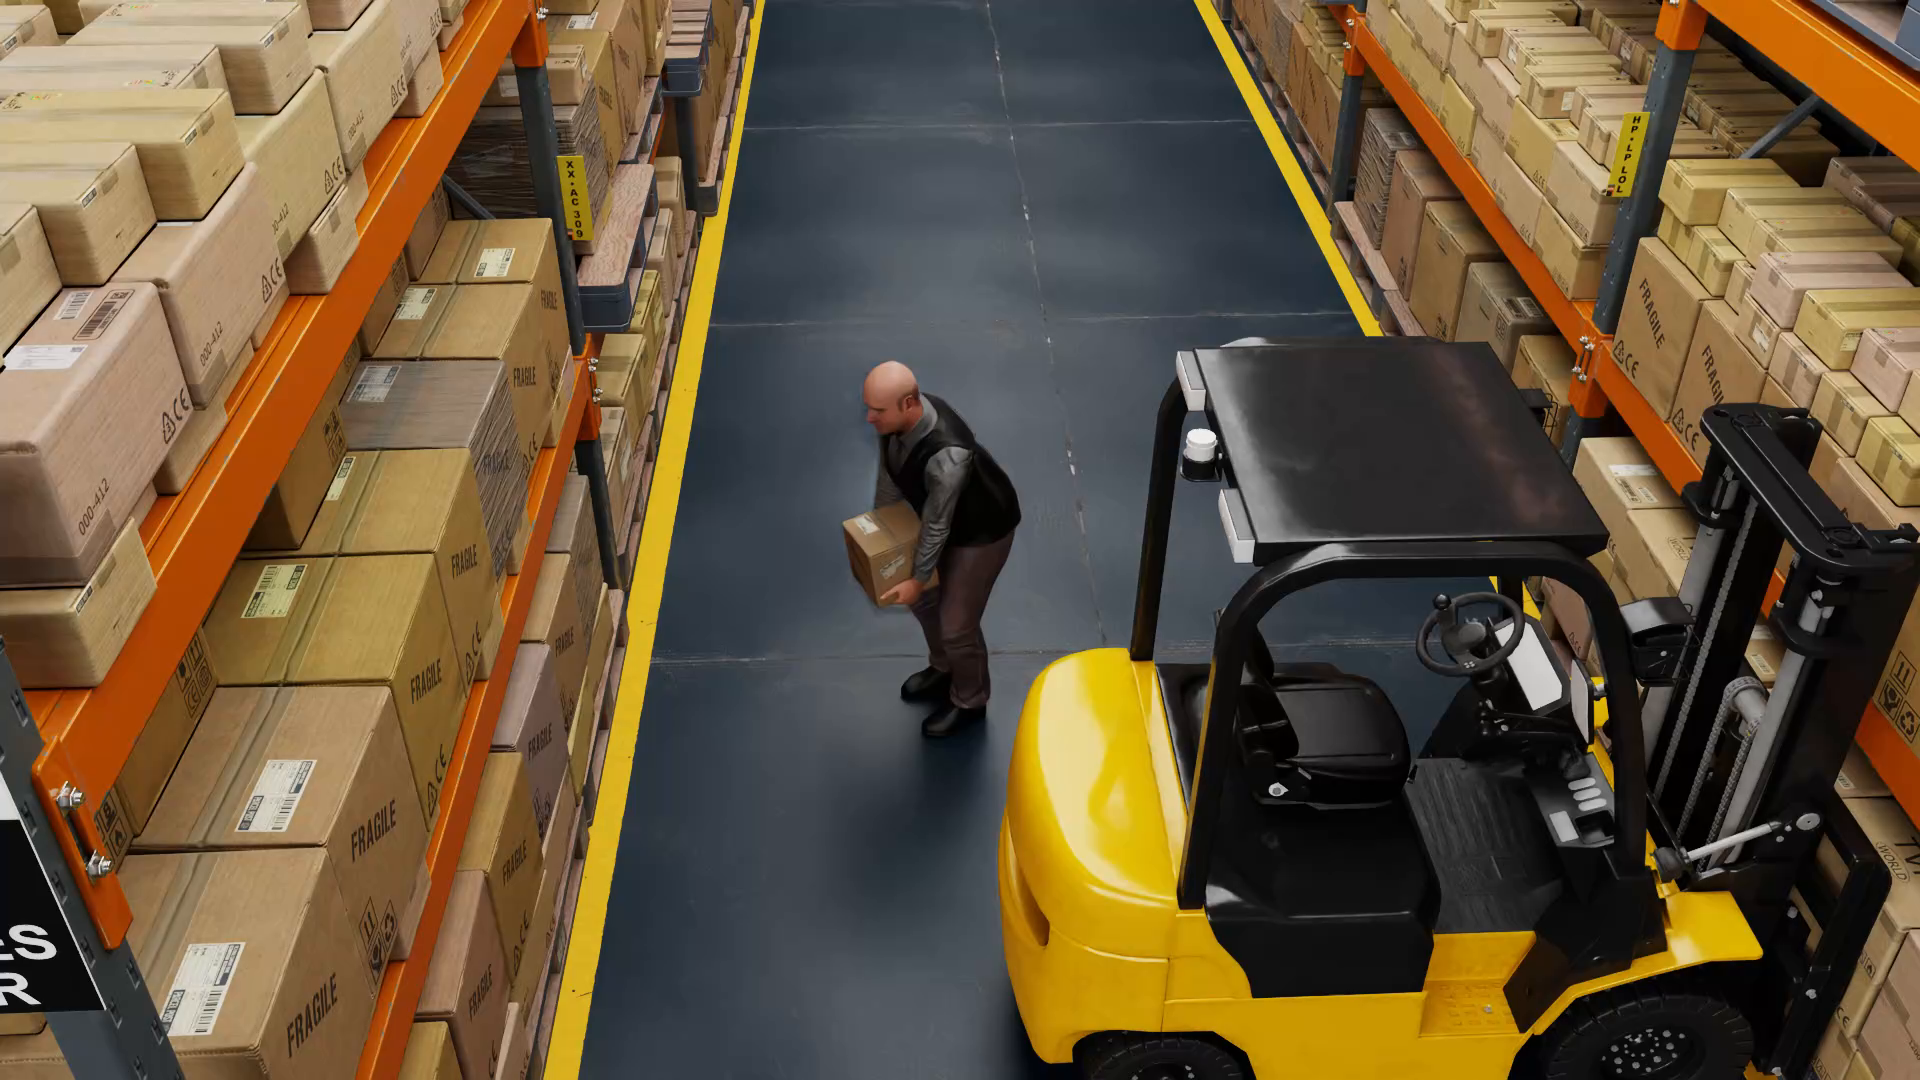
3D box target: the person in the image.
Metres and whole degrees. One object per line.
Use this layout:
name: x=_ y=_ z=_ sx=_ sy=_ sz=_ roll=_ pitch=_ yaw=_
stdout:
person: x=-0.084 y=0.013 z=6.221 sx=0.615 sy=1.644 sz=0.477 roll=-20 pitch=40 yaw=-26
